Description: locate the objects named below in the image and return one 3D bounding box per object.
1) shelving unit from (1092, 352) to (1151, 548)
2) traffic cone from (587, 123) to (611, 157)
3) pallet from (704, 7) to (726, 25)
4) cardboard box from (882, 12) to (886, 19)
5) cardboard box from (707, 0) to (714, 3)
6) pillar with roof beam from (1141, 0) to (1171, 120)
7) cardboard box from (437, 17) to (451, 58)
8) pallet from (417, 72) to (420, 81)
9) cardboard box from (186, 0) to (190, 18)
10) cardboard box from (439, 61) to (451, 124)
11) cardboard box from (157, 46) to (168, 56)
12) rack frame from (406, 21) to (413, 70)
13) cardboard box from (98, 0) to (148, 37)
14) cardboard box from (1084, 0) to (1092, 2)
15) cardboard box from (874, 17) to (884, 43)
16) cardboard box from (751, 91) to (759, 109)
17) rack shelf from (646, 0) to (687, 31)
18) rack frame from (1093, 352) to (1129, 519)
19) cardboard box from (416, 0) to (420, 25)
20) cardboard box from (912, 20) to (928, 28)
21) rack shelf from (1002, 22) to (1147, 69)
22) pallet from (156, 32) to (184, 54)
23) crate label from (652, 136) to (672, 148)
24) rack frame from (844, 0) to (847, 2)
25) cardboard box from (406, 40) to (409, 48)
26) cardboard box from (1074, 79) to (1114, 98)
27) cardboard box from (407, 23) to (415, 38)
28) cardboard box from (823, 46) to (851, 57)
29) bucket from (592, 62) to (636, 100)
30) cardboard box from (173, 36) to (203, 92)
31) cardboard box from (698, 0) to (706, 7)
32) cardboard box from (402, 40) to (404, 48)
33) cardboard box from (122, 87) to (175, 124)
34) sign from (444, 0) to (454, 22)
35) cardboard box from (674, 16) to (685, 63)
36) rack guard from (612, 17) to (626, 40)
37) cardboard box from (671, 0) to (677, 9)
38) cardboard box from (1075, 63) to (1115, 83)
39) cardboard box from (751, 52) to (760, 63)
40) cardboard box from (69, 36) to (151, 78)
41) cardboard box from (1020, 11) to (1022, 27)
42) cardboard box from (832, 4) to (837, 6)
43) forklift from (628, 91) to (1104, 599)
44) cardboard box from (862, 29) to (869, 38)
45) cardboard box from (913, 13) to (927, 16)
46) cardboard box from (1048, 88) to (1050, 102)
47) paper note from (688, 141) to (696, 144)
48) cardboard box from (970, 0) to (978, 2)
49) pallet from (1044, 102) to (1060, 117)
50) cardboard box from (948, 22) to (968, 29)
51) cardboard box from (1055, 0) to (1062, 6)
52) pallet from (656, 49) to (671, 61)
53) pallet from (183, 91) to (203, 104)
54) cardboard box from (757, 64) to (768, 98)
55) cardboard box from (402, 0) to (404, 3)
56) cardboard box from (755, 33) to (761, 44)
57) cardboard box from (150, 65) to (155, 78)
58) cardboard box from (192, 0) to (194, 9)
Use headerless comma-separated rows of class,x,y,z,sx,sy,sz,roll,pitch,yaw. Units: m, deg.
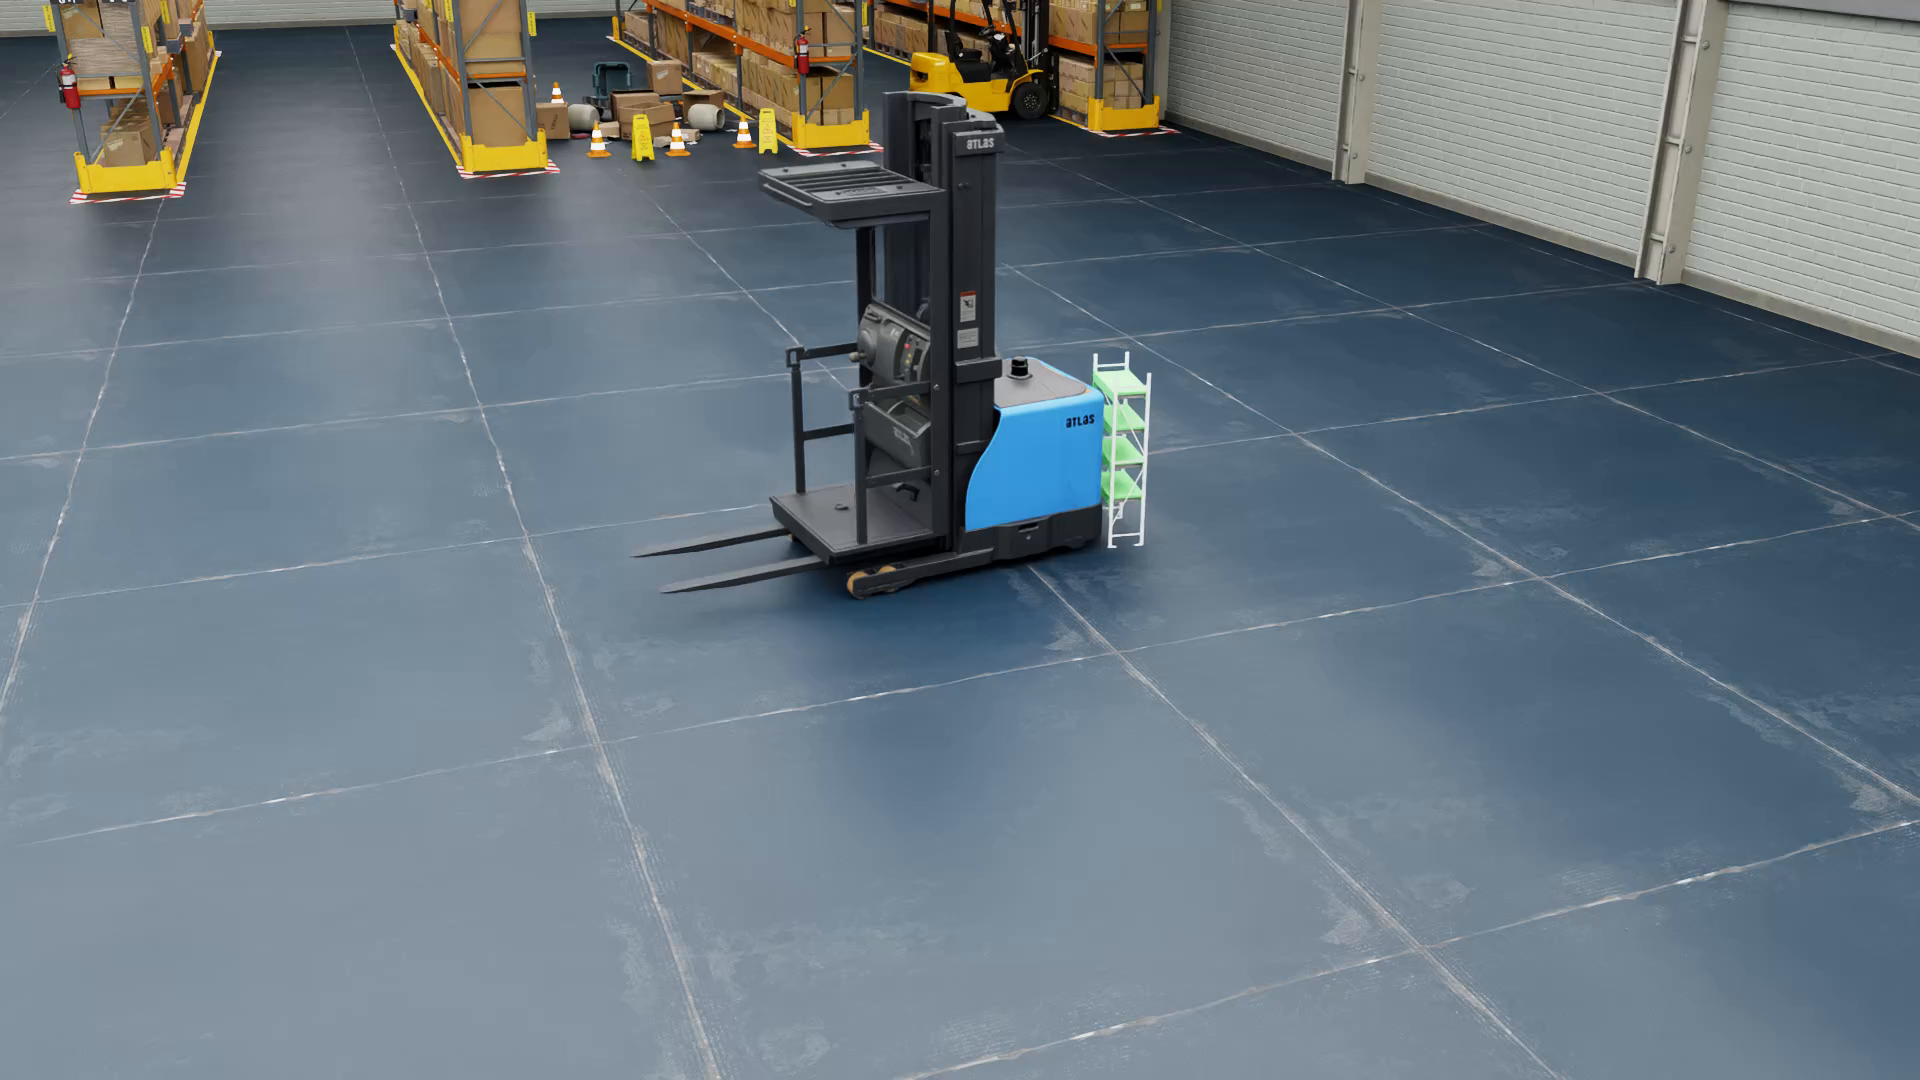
shelving unit,1.062,-0.603,11.136,0.258,1.200,0.503,-4,23,-10
traffic cone,-5.420,-5.989,24.865,0.336,0.463,0.334,-8,24,-19
pallet,-4.054,-9.591,30.391,1.003,0.211,1.213,-8,24,-19
cardboard box,-1.514,-11.613,36.783,0.380,0.149,0.250,-9,24,-20
cardboard box,-4.295,-10.011,30.089,0.500,0.500,0.500,-9,25,-21
pillar with roof beam,-0.753,-10.719,25.096,9.100,9.000,0.400,-8,24,-19
cardboard box,-7.536,-7.752,25.586,0.875,0.550,0.550,-8,24,-19
pallet,-10.089,-9.119,32.614,1.003,0.211,1.213,-8,24,-19
cardboard box,-14.695,-10.031,31.058,0.500,0.500,0.500,-9,24,-20
cardboard box,-7.817,-7.200,26.666,0.875,0.875,0.875,-8,24,-18
cardboard box,-12.299,-7.427,25.332,0.380,0.149,0.250,-8,24,-19
rack frame,-10.800,-11.131,33.797,1.000,3.000,0.127,-8,24,-19
cardboard box,-11.176,-7.008,22.216,0.500,0.500,0.500,-8,24,-19
cardboard box,2.237,-8.838,27.009,0.380,0.149,0.250,-8,24,-19
cardboard box,-1.602,-11.364,37.028,0.500,0.500,0.500,-7,24,-17
cardboard box,-3.223,-7.422,27.998,0.500,0.250,0.500,-7,24,-16
rack shelf,-5.498,-10.788,33.911,1.077,0.370,4.000,-8,24,-19
rack frame,1.014,-0.696,11.357,0.240,1.200,0.015,-4,23,-10
cardboard box,-9.481,-9.523,29.854,0.500,0.500,0.500,-8,24,-18
cardboard box,-0.789,-10.860,34.996,0.380,0.149,0.250,-8,24,-17
rack shelf,1.970,-8.564,28.633,1.077,0.370,4.000,-8,24,-19
pallet,-12.783,-7.789,26.116,1.003,0.211,1.213,-8,24,-19
crate label,-4.578,-6.148,25.660,0.298,0.136,0.250,18,29,36
rack frame,-2.975,-13.982,40.563,1.000,3.000,0.127,-8,24,-19
cardboard box,-11.316,-10.315,34.608,0.380,0.149,0.250,-10,25,-22
cardboard box,2.213,-7.460,27.443,0.500,0.250,0.500,-9,24,-20
cardboard box,-10.786,-10.213,33.332,0.500,0.250,0.500,-9,25,-21
cardboard box,-1.892,-7.523,25.559,0.380,0.149,0.250,-8,24,-19
bucket,-5.769,-7.683,27.874,0.726,0.611,0.620,0,13,-1
cardboard box,-14.287,-8.502,29.754,1.225,0.875,0.875,-10,25,-21
cardboard box,-4.651,-10.012,30.924,0.380,0.149,0.250,-8,24,-19
cardboard box,-11.890,-10.767,36.062,0.380,0.149,0.250,-10,25,-22
cardboard box,-12.846,-6.857,26.309,0.700,0.500,0.500,-10,25,-23
sign,-7.073,-7.344,23.016,0.100,0.325,0.005,-8,24,-19
cardboard box,-5.269,-10.195,33.771,0.875,0.875,0.875,-8,24,-18
rack guard,-7.626,-12.157,39.450,1.175,0.500,0.348,-8,24,-19
cardboard box,-5.408,-10.656,32.863,0.500,0.250,0.500,-8,24,-18
cardboard box,2.222,-7.681,27.323,0.500,0.250,0.500,-8,24,-17
cardboard box,-3.251,-8.019,27.613,0.380,0.149,0.250,-7,24,-17
cardboard box,-11.405,-6.514,22.330,0.875,0.500,0.500,-8,24,-19
cardboard box,1.376,-9.284,29.287,0.500,0.500,0.500,-8,24,-18
cardboard box,-2.240,-8.253,26.456,0.500,0.500,0.500,-9,24,-20
forklift,-0.599,-1.216,10.362,3.031,2.935,1.130,-11,25,-25
cardboard box,-2.034,-11.571,37.971,0.380,0.149,0.250,-9,25,-21
cardboard box,-0.809,-11.397,36.270,0.380,0.149,0.250,-8,24,-18
cardboard box,1.676,-7.773,28.830,0.500,0.250,0.500,-8,24,-17
paper note,-4.162,-6.189,25.894,0.148,0.019,0.142,-18,29,-37
cardboard box,0.488,-10.299,31.373,0.500,0.250,0.500,-8,24,-18
pallet,1.940,-7.599,29.007,1.003,0.211,1.213,-8,24,-19
cardboard box,-0.042,-10.648,34.495,0.380,0.149,0.250,-7,24,-16
cardboard box,1.816,-9.064,27.929,0.380,0.149,0.250,-8,24,-19
pallet,-5.861,-10.292,35.396,1.003,0.211,1.213,-8,24,-19
pallet,-14.271,-8.045,30.067,1.003,0.211,1.213,-8,24,-19
cardboard box,-3.041,-7.579,27.404,0.500,0.500,0.500,-7,24,-16
cardboard box,-10.349,-10.244,31.475,0.380,0.149,0.250,-9,25,-21
cardboard box,-3.124,-8.200,27.166,0.380,0.149,0.250,-8,24,-19
cardboard box,-11.448,-6.513,23.165,0.380,0.149,0.250,-8,24,-19
cardboard box,-15.269,-10.524,32.681,0.380,0.149,0.250,-8,24,-19
